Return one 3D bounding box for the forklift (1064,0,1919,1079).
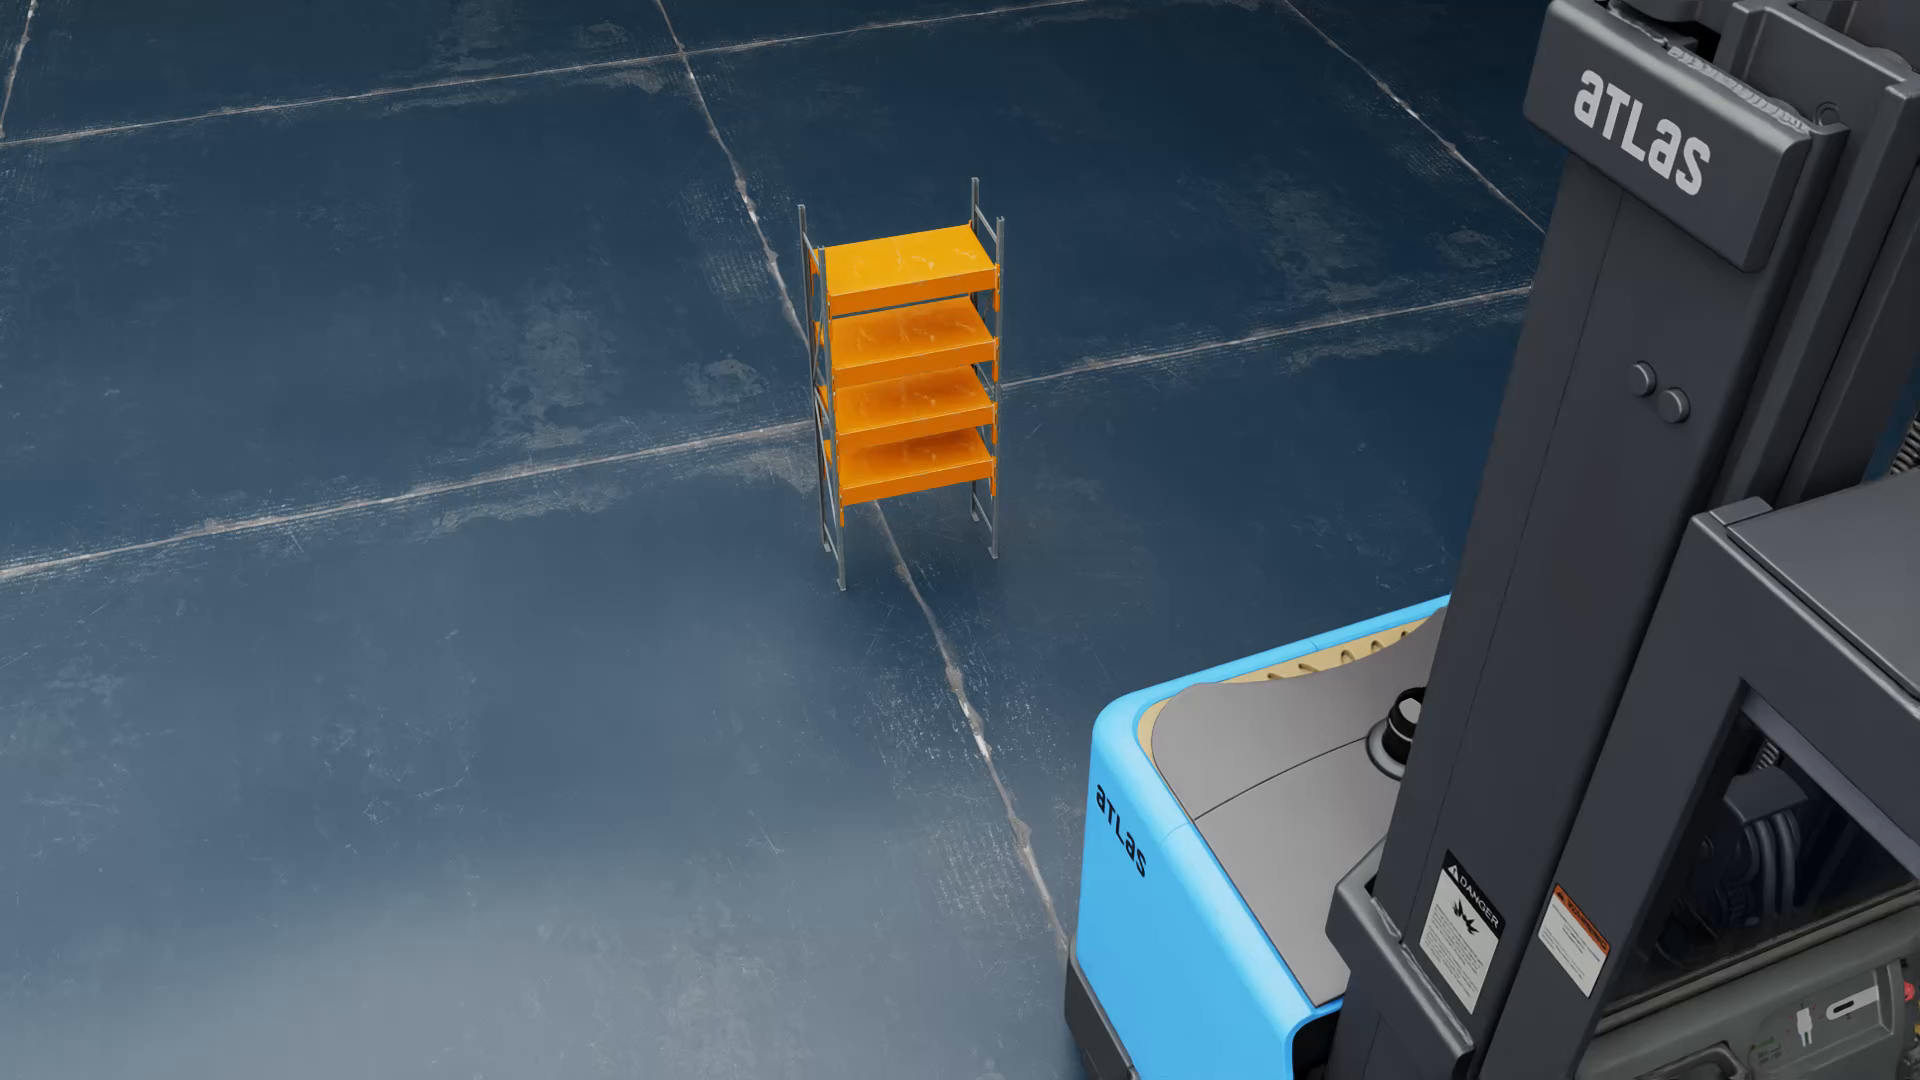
[{"bbox_3d":[1.273,0.802,2.104,1.130,2.935,3.031,-15,43,-17],"label":"forklift"}]

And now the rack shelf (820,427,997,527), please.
[{"bbox_3d":[-0.158,-0.219,4.993,0.480,0.148,0.258,-12,42,-13],"label":"rack shelf"}]

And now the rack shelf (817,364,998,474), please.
[{"bbox_3d":[-0.158,-0.368,4.862,0.480,0.148,0.258,-12,42,-13],"label":"rack shelf"}]

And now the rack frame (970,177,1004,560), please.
[{"bbox_3d":[0.075,-0.467,4.873,0.015,1.200,0.240,-12,42,-13],"label":"rack frame"}]

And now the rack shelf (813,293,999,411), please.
[{"bbox_3d":[-0.158,-0.537,4.715,0.480,0.148,0.258,-12,42,-13],"label":"rack shelf"}]

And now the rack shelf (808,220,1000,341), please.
[{"bbox_3d":[-0.158,-0.715,4.559,0.480,0.148,0.258,-12,42,-13],"label":"rack shelf"}]

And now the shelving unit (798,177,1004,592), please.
[{"bbox_3d":[-0.158,-0.419,4.818,0.503,1.200,0.258,-12,42,-13],"label":"shelving unit"}]

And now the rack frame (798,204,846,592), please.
[{"bbox_3d":[-0.391,-0.371,4.763,0.015,1.200,0.240,-12,42,-13],"label":"rack frame"}]
